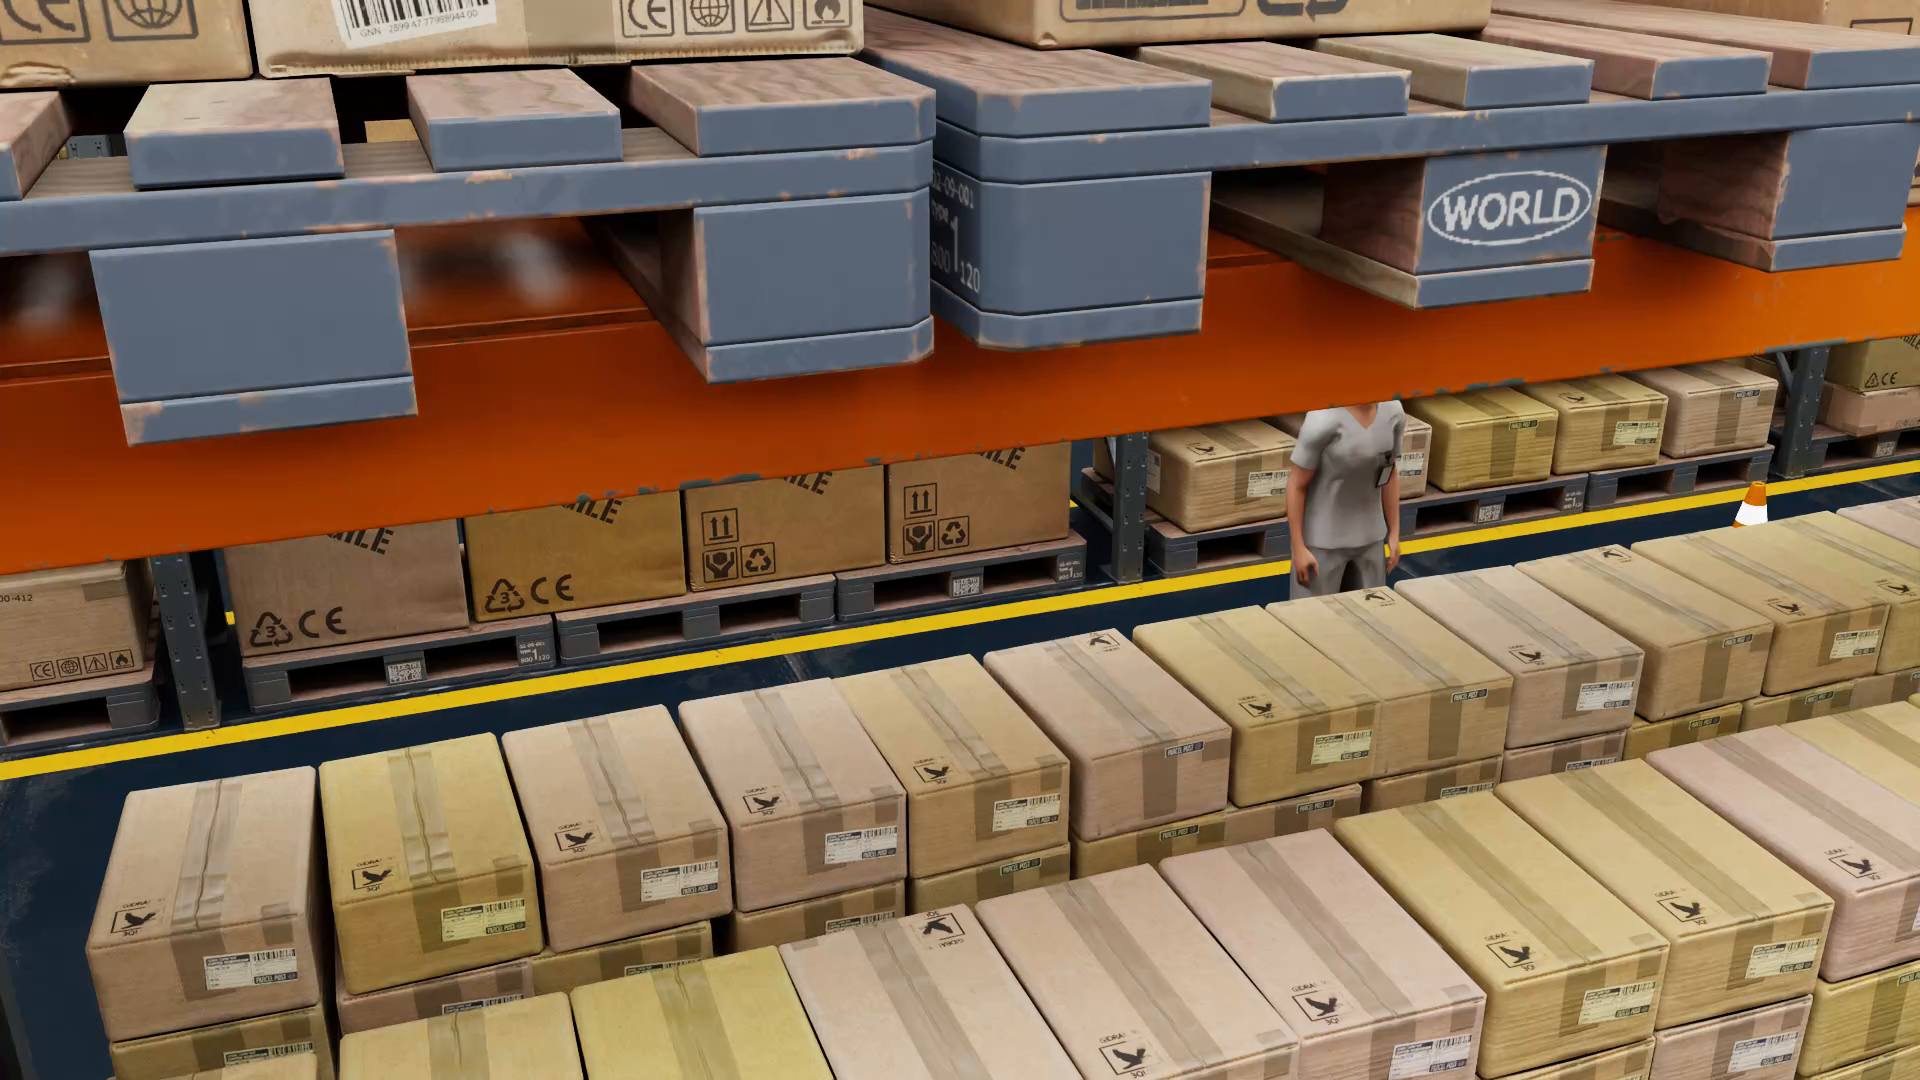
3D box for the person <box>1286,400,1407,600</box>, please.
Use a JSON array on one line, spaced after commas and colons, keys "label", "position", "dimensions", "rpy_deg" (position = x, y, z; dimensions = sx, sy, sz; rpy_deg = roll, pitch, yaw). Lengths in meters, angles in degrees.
[{"label": "person", "position": [1.389, 0.021, 6.044], "dimensions": [0.488, 1.673, 0.358], "rpy_deg": [-9, 24, -21]}]
